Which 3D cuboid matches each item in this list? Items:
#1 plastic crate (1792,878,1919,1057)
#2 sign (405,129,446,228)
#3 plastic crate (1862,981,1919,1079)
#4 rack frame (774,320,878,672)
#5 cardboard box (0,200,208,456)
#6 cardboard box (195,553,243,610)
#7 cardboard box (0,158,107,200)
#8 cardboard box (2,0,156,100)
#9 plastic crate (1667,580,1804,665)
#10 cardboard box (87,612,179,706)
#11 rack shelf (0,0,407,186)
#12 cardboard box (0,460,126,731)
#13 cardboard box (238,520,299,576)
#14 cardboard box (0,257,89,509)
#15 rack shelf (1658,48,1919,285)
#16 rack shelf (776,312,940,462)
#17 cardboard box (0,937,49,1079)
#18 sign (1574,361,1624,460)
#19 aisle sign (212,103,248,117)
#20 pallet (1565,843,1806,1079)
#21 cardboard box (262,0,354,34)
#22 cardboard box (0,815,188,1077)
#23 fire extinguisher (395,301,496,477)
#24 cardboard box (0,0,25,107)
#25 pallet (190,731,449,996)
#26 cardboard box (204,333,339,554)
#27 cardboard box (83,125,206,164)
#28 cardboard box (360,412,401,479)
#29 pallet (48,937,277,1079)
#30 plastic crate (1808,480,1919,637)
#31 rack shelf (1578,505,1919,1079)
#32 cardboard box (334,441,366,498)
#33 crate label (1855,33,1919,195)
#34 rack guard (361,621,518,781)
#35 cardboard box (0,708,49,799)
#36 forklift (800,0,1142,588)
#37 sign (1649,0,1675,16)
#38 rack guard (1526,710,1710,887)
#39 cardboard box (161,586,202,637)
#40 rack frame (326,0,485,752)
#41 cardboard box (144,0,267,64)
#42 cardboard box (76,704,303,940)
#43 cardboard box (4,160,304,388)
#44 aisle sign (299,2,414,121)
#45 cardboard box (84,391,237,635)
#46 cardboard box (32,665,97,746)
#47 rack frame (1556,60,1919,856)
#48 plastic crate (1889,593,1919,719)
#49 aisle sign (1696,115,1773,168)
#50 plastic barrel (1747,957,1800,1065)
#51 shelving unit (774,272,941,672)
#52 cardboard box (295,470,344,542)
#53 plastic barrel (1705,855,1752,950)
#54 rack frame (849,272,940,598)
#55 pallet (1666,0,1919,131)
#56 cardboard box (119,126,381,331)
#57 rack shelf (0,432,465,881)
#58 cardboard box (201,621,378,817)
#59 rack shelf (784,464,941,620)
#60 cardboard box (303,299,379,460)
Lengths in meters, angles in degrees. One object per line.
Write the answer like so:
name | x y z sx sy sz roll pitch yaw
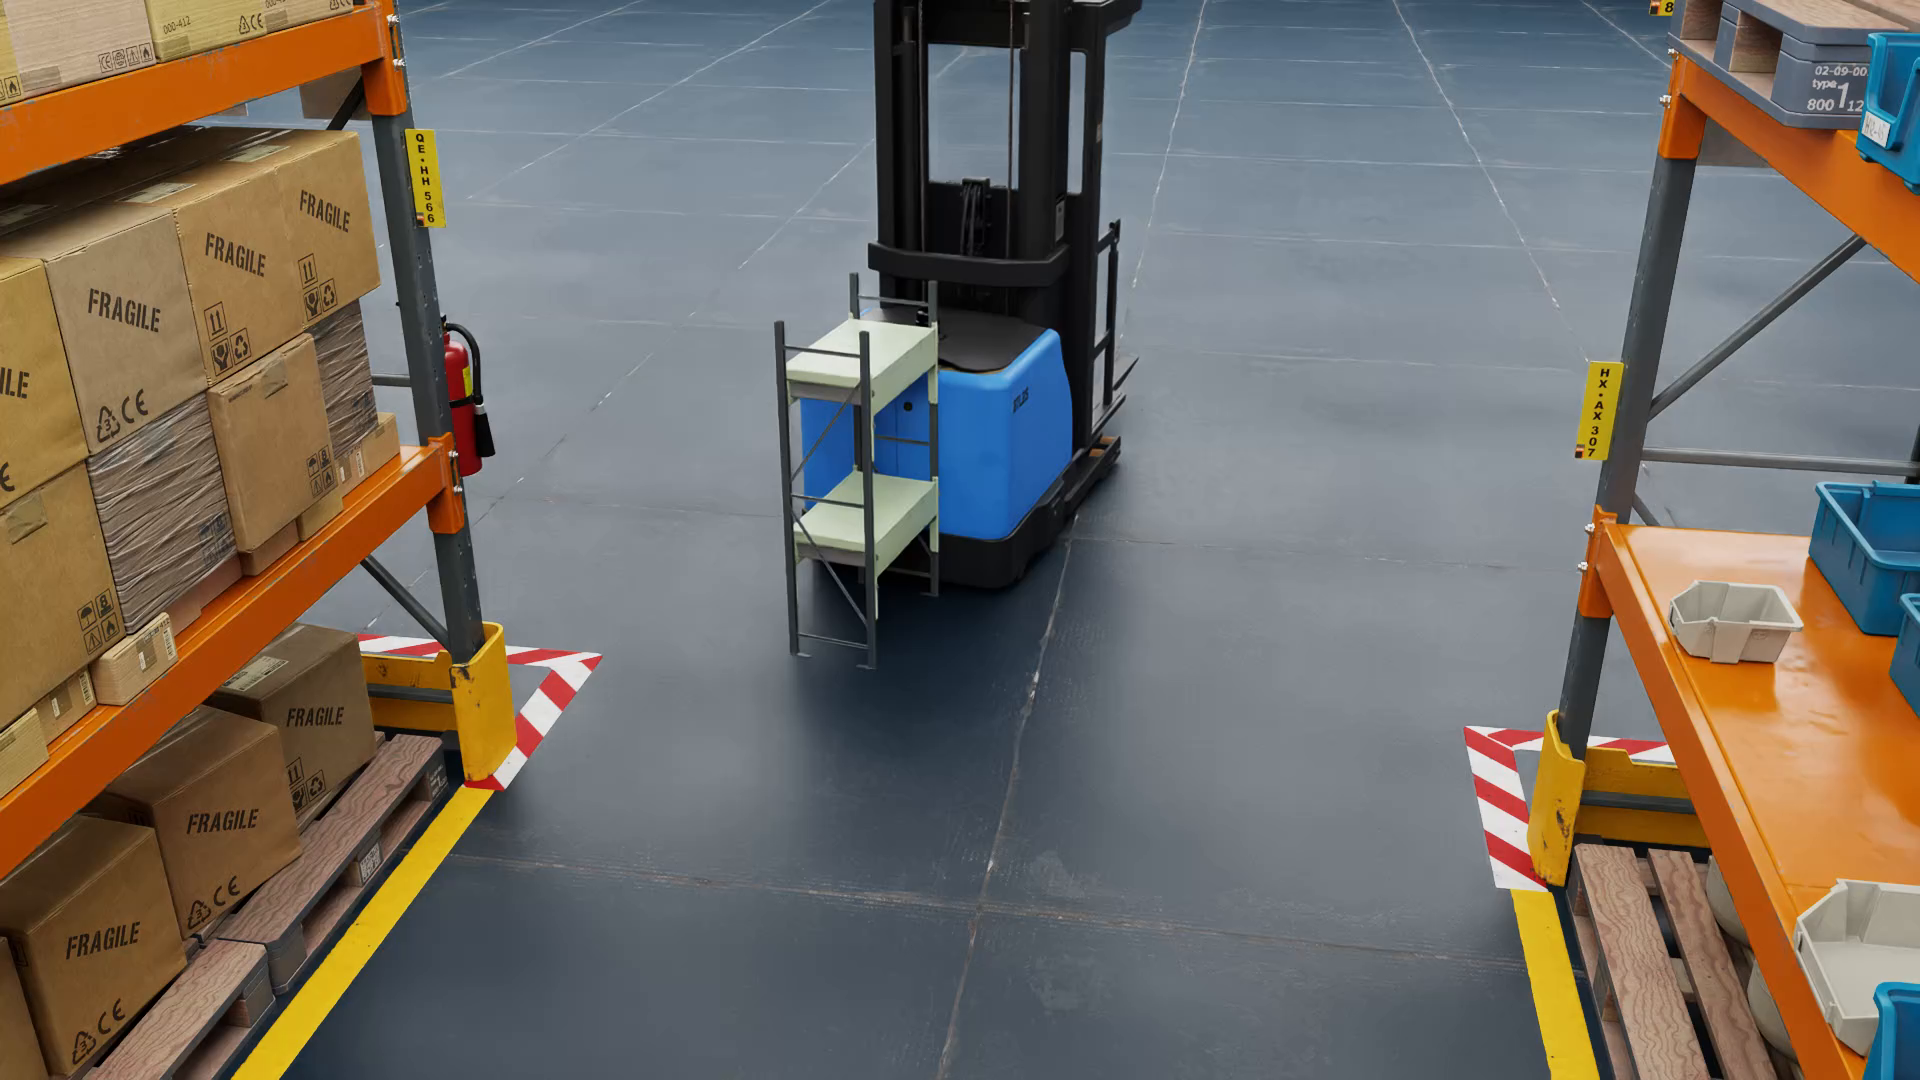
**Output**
plastic crate | 1.922 0.855 3.197 0.530 0.136 0.437 4 25 9
sign | -1.782 -1.205 5.548 0.100 0.325 0.005 4 25 9
plastic crate | 1.820 1.017 2.714 0.499 0.251 0.616 4 25 9
rack frame | -0.542 -0.155 6.812 0.400 1.500 0.023 9 27 18
cardboard box | -2.332 -0.552 4.242 0.500 0.500 0.500 4 25 9
cardboard box | -2.338 0.081 4.836 0.380 0.149 0.250 4 25 9
cardboard box | -2.773 -0.797 4.767 0.500 0.500 0.500 4 25 9
cardboard box | -2.325 -1.233 3.984 0.500 0.250 0.500 5 25 10
plastic crate | 2.097 0.230 4.531 0.298 0.136 0.250 4 25 9
cardboard box | -2.310 0.298 4.372 0.380 0.149 0.250 4 25 9
rack shelf | -2.653 -0.781 3.690 1.077 0.370 4.000 4 25 9
cardboard box | -2.624 0.096 4.039 0.875 0.500 0.500 4 25 9
cardboard box | -2.257 -0.021 5.053 0.380 0.149 0.250 4 25 9
cardboard box | -2.422 -0.343 3.796 0.500 0.500 0.500 4 25 9
rack shelf | 2.233 -0.437 2.957 1.077 0.370 4.000 4 25 9
rack shelf | -0.414 -0.654 6.957 0.431 0.370 0.720 9 27 18
cardboard box | -2.765 1.361 4.258 0.500 0.500 0.500 2 25 4
sign | 2.018 -0.406 5.254 0.100 0.325 0.005 4 25 9
aisle sign | -2.612 -1.808 5.509 0.394 0.787 0.004 4 25 9
pallet | 2.456 1.396 5.018 1.003 0.211 1.213 4 25 9
cardboard box | -2.154 -1.656 4.888 0.500 0.250 0.500 5 25 10
cardboard box | -2.630 1.130 4.750 0.500 0.500 0.500 6 26 13
fire extinguisher | -1.853 -0.565 6.011 0.296 0.674 0.183 4 25 9
cardboard box | -2.402 -1.022 3.534 0.500 0.250 0.500 4 25 8
pallet | -2.506 1.048 5.763 1.003 0.211 1.213 4 25 9
cardboard box | -2.406 -0.319 4.924 0.875 0.500 0.500 4 25 9
cardboard box | -2.685 -1.006 5.213 0.500 0.500 0.500 4 25 9
cardboard box | -2.169 -0.337 5.728 0.380 0.149 0.250 4 25 9
pallet | -2.708 1.556 4.676 1.003 0.211 1.213 4 25 9
plastic crate | 2.774 0.056 4.767 0.499 0.251 0.616 4 25 9
rack shelf | 2.233 0.921 3.592 1.077 0.370 4.000 4 25 9
cardboard box | -2.210 -0.233 5.505 0.380 0.149 0.250 4 25 9
crate label | 1.928 -0.772 2.999 0.502 0.251 0.408 4 25 9
rack guard | -2.338 0.580 6.422 1.175 0.500 0.348 4 25 9
cardboard box | -2.416 0.505 3.929 0.380 0.149 0.250 4 25 9
forklift | 0.242 -1.706 8.437 1.130 2.935 3.031 9 27 18
sign | 2.018 -1.644 4.675 0.100 0.325 0.005 4 25 9
rack guard | 2.594 0.926 5.682 1.175 0.500 0.348 4 25 9
cardboard box | -2.357 0.187 4.609 0.380 0.149 0.250 4 25 9
rack frame | -2.326 -0.584 5.960 1.000 3.000 0.127 4 25 9
cardboard box | -2.233 -1.447 4.441 0.500 0.250 0.500 4 25 9
cardboard box | -2.509 0.870 5.306 0.500 0.500 0.500 11 27 22
cardboard box | -2.248 -0.761 4.688 0.500 0.500 0.500 4 25 9
aisle sign | -2.020 -1.767 5.420 0.394 0.787 0.004 4 25 9
cardboard box | -2.531 -0.113 4.484 0.875 0.500 0.500 4 25 9
cardboard box | -2.420 0.397 4.159 0.380 0.149 0.250 4 25 9
rack frame | 2.560 -0.241 5.227 1.000 3.000 0.127 4 25 9
plastic crate | 2.662 0.327 4.188 0.499 0.251 0.408 4 25 9
aisle sign | 2.283 -1.469 4.784 0.394 0.787 0.004 4 25 9
plastic barrel | 2.446 1.186 4.618 0.421 0.512 0.421 0 25 0
shelving unit | -0.414 -0.300 7.123 0.431 1.500 0.755 9 27 18
cardboard box | -2.201 -0.124 5.274 0.380 0.149 0.250 4 25 9
plastic barrel | 2.528 0.976 5.066 0.421 0.512 0.421 0 25 0
rack frame | -0.286 -0.446 7.433 0.400 1.500 0.023 9 27 18
pallet | 2.329 -1.175 3.906 1.003 0.211 1.213 4 25 9
cardboard box | -2.172 -0.970 5.136 0.500 0.500 0.500 4 25 9
rack shelf | -2.653 0.578 4.326 1.077 0.370 4.000 4 25 9
cardboard box | -2.445 0.618 5.846 0.500 0.500 0.500 9 27 18
rack shelf | -0.414 -0.005 7.261 0.431 0.370 0.720 9 27 18
cardboard box | -2.443 -0.536 5.389 0.875 0.500 0.500 4 25 9
